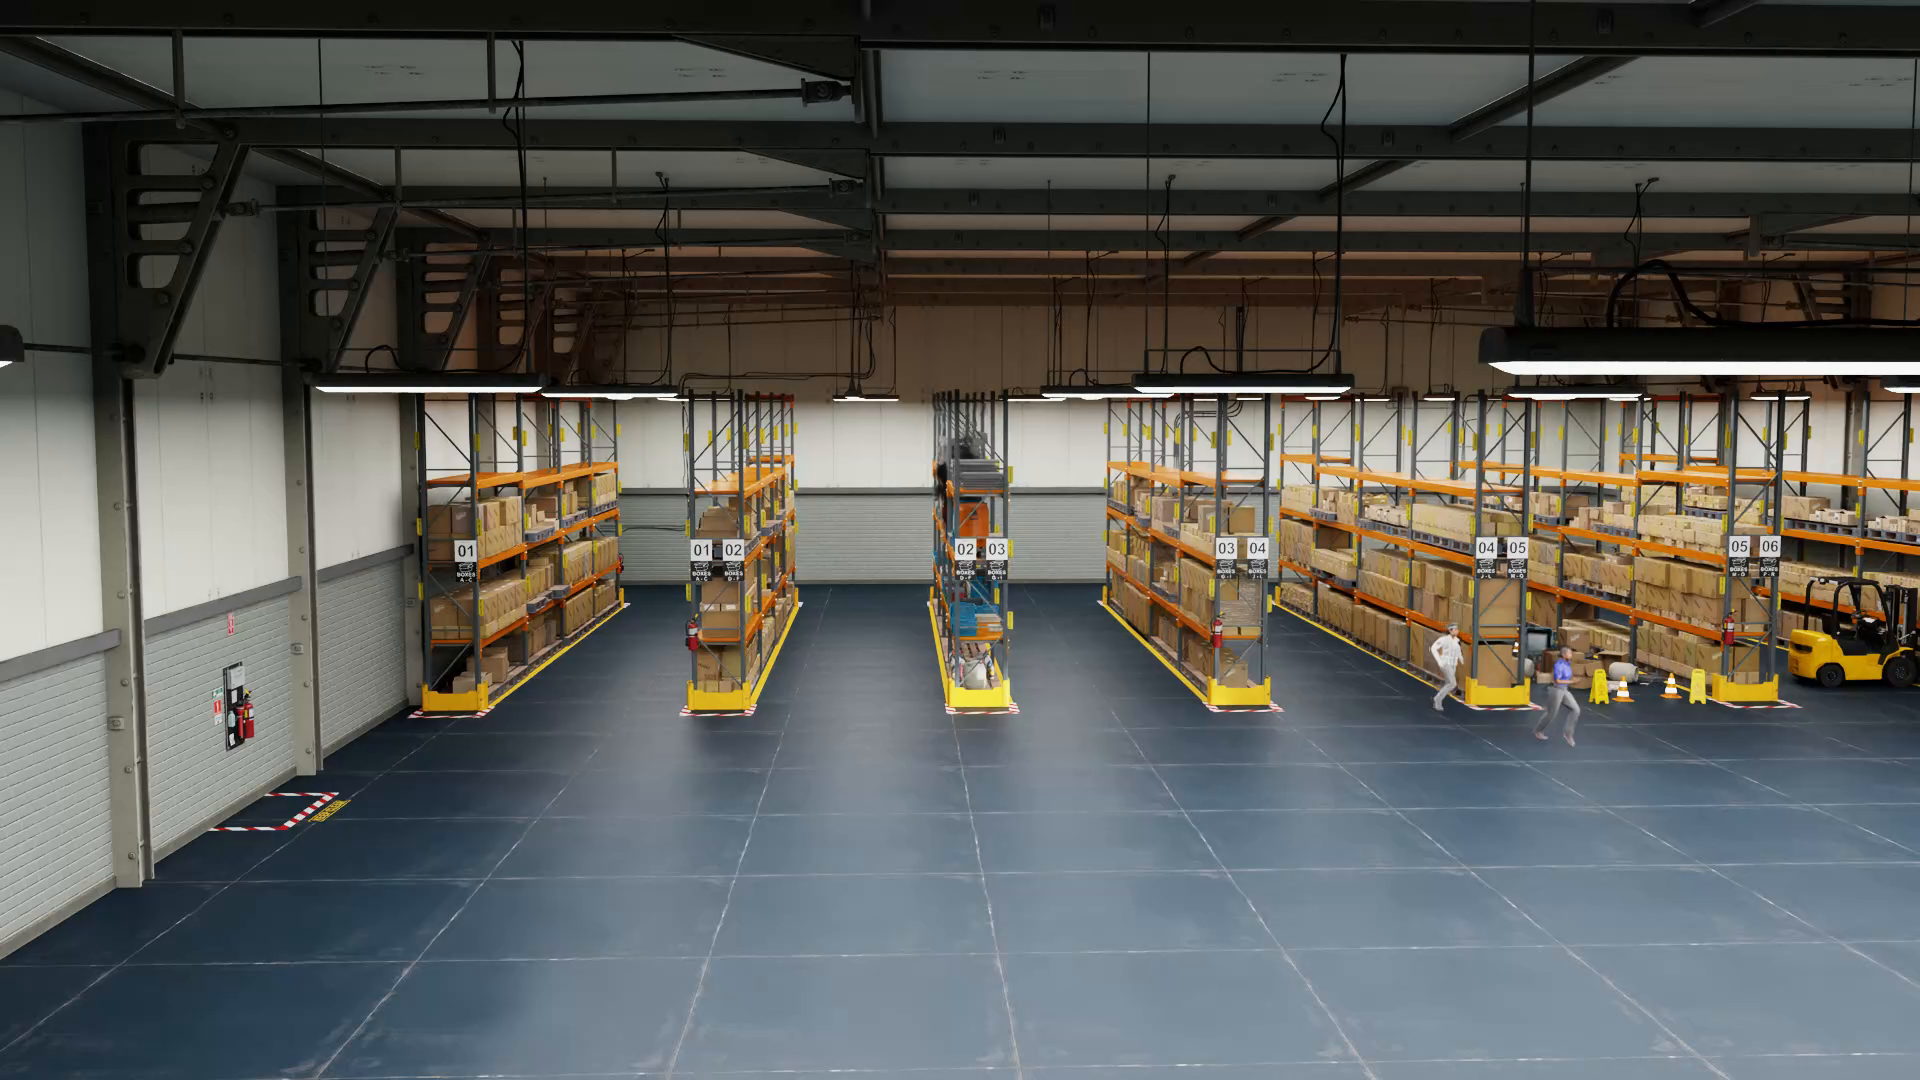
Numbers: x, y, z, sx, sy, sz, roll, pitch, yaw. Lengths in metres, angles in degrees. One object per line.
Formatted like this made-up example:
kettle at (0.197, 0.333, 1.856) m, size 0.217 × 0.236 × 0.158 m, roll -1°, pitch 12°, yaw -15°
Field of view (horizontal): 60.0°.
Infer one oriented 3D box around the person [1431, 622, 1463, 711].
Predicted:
person at (9.179, 2.362, 31.119) m, size 0.607 × 1.651 × 0.539 m, roll -3°, pitch 6°, yaw -35°

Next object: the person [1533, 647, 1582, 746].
person at (10.081, 2.623, 28.039) m, size 0.832 × 1.684 × 0.599 m, roll 4°, pitch 6°, yaw 43°

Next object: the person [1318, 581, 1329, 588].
person at (10.603, 0.840, 48.951) m, size 0.705 × 1.824 × 0.632 m, roll 0°, pitch 5°, yaw -4°
